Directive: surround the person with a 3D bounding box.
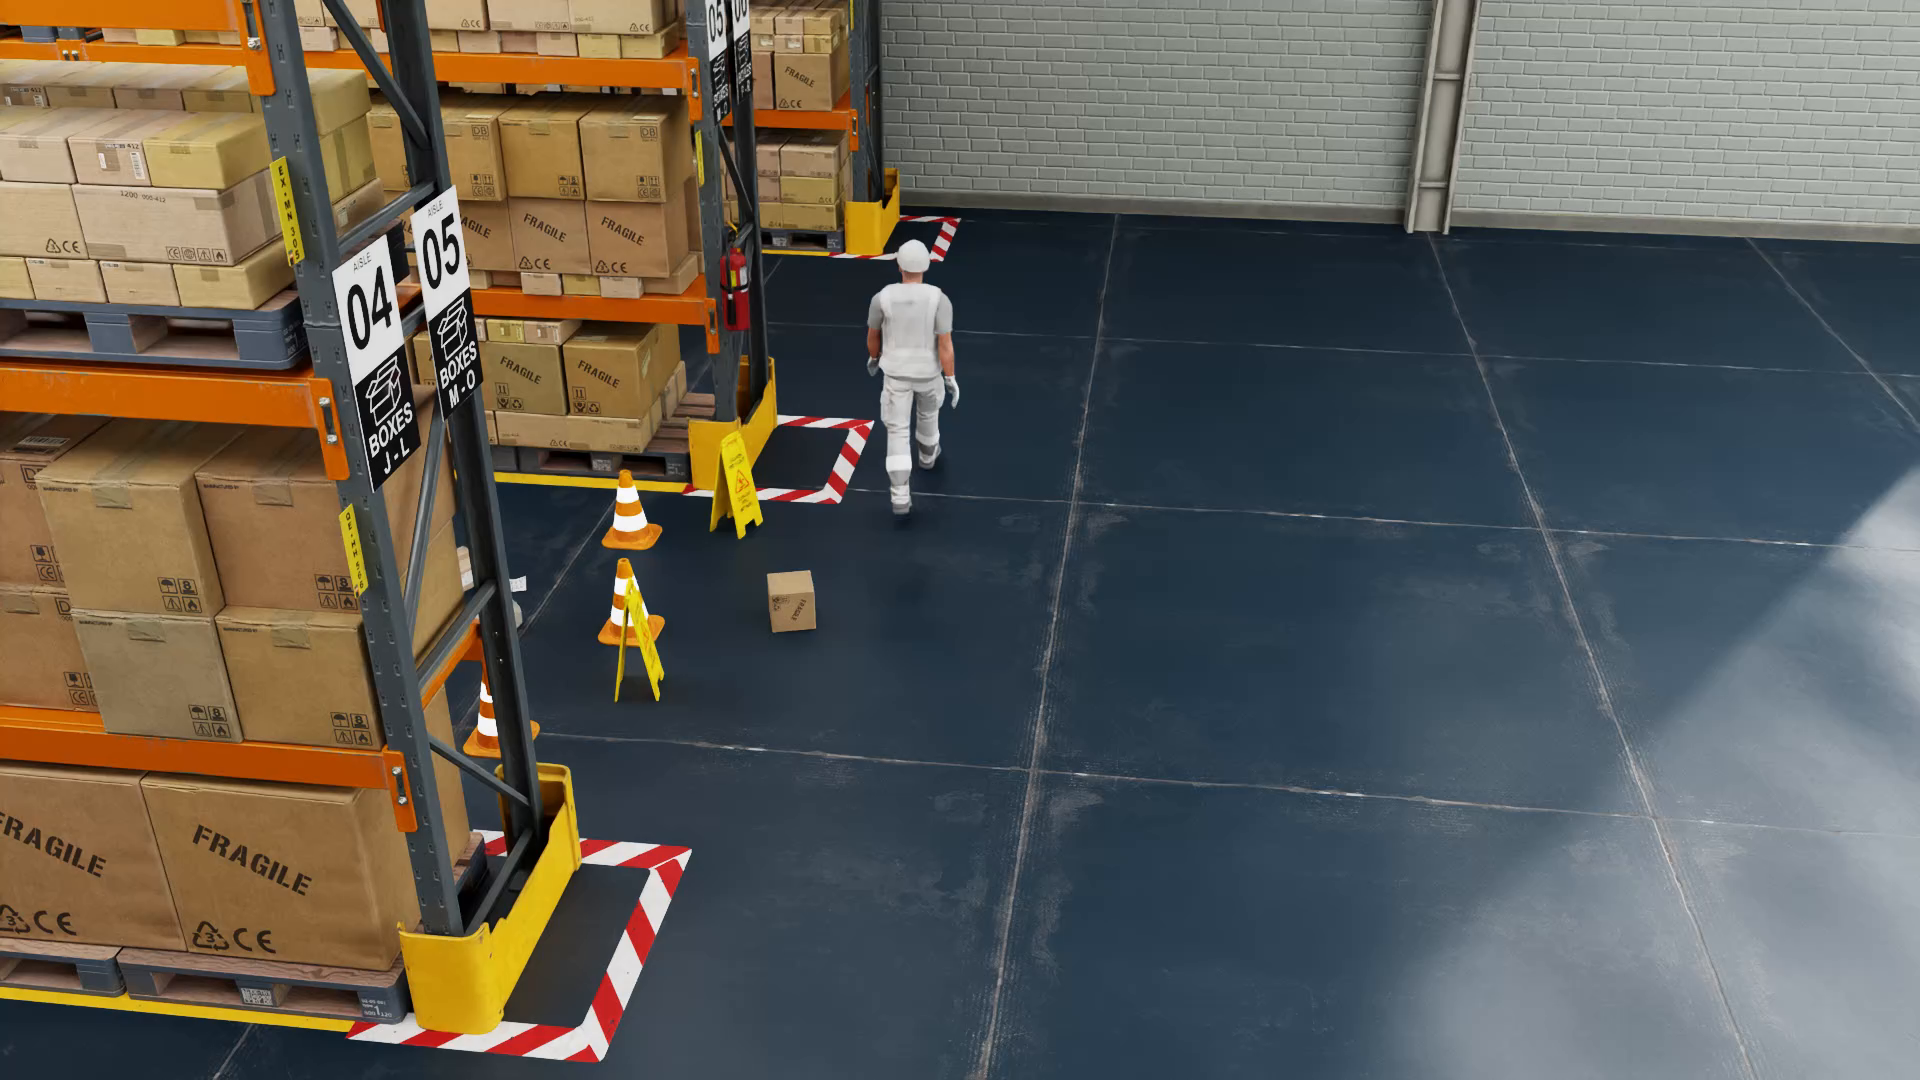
[{"bbox_3d":[-0.307,-1.117,10.693,0.584,1.734,1.095,-1,28,-3],"label":"person"}]
